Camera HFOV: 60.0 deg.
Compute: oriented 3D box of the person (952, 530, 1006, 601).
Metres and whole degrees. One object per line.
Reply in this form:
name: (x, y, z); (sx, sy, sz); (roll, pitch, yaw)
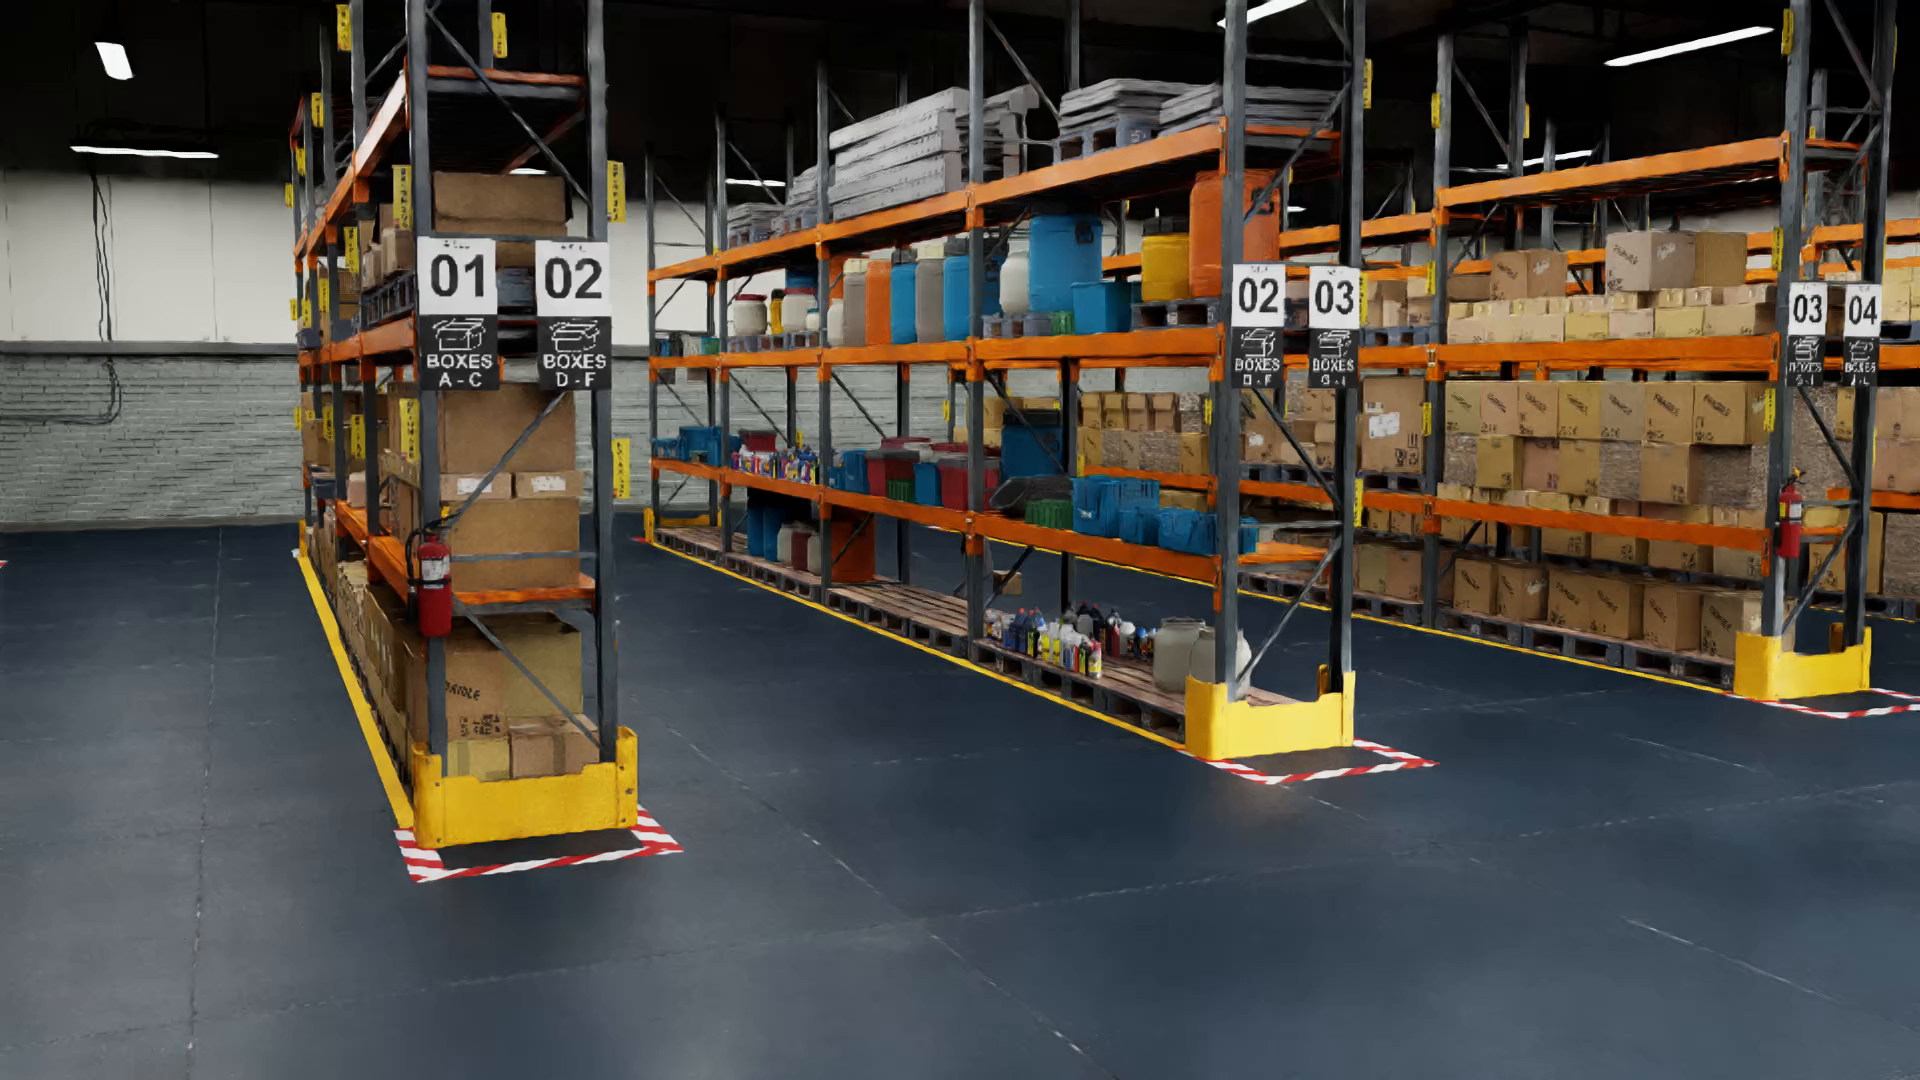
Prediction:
person: (0.184, -0.041, 17.489); (0.591, 1.650, 0.654); (0, 6, 4)
